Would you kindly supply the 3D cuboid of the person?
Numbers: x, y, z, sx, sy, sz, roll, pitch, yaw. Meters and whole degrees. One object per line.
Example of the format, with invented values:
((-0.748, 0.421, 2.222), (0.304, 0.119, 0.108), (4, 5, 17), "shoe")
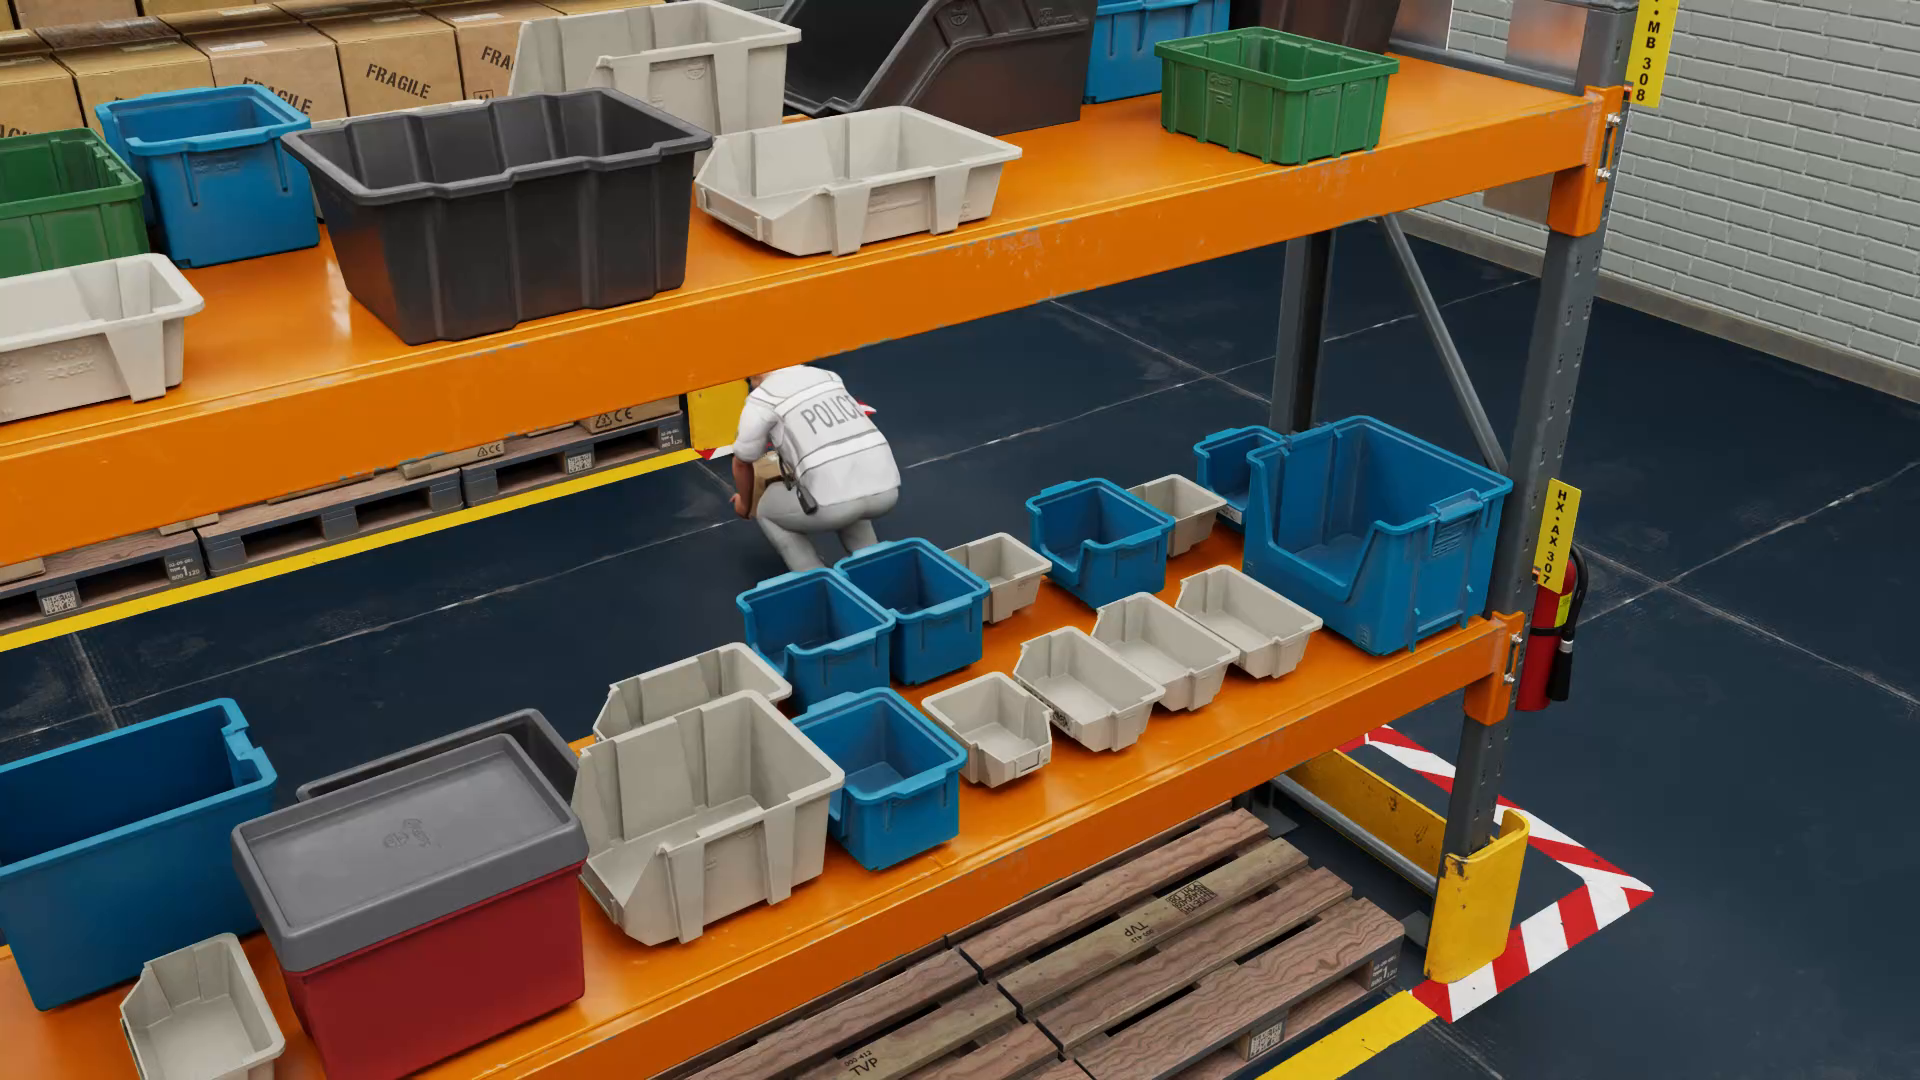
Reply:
((-0.664, -0.297, 7.333), (0.575, 1.121, 0.912), (-19, 34, -31), "person")
